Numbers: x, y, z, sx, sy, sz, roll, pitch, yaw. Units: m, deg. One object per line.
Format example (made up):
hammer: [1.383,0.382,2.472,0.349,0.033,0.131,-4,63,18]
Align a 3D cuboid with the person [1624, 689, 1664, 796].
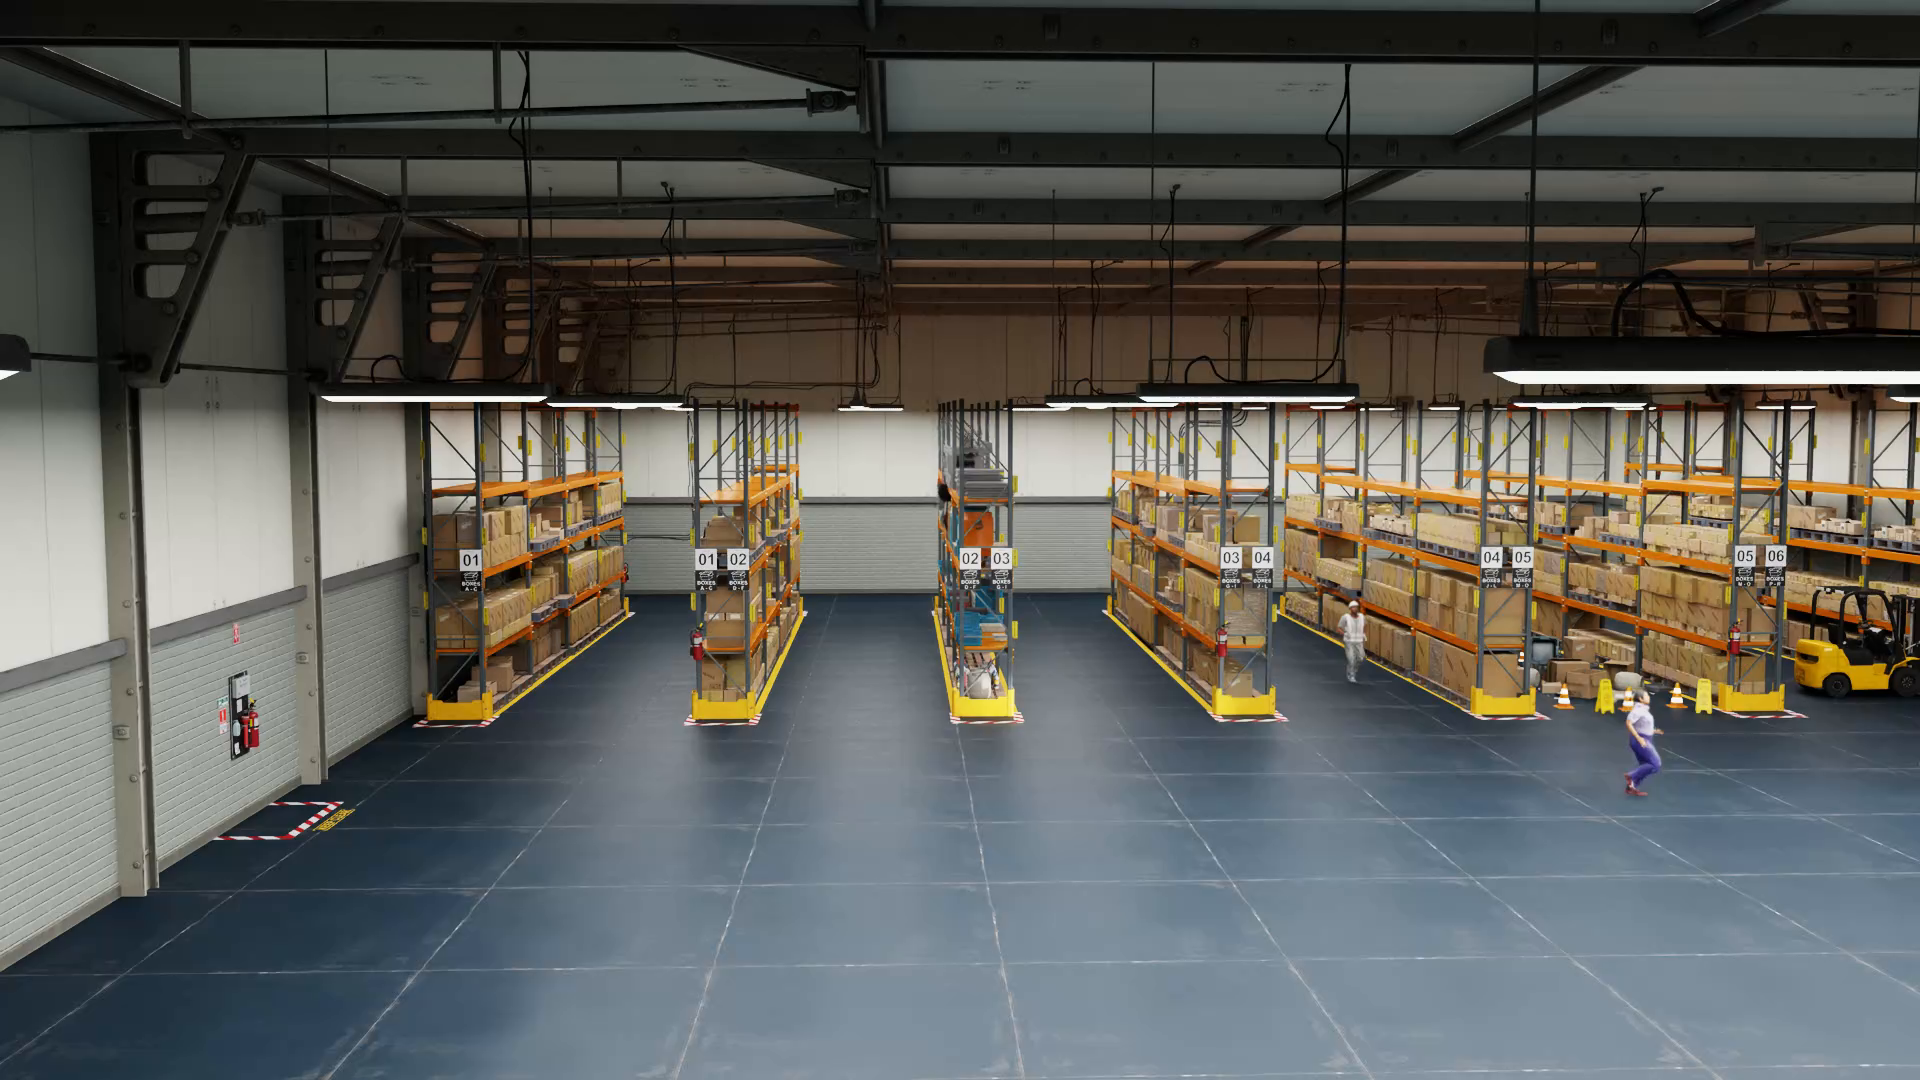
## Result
person: [10.238,3.034,24.868,0.538,1.605,0.600,2,5,23]

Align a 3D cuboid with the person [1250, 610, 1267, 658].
person: [7.032,1.834,39.143,0.651,1.784,0.878,-1,4,-8]

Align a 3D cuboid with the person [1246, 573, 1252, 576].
person: [8.059,1.351,46.470,0.603,1.715,0.820,0,4,2]

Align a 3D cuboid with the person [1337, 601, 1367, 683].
person: [8.384,2.171,35.353,0.698,1.742,0.587,0,4,-6]
